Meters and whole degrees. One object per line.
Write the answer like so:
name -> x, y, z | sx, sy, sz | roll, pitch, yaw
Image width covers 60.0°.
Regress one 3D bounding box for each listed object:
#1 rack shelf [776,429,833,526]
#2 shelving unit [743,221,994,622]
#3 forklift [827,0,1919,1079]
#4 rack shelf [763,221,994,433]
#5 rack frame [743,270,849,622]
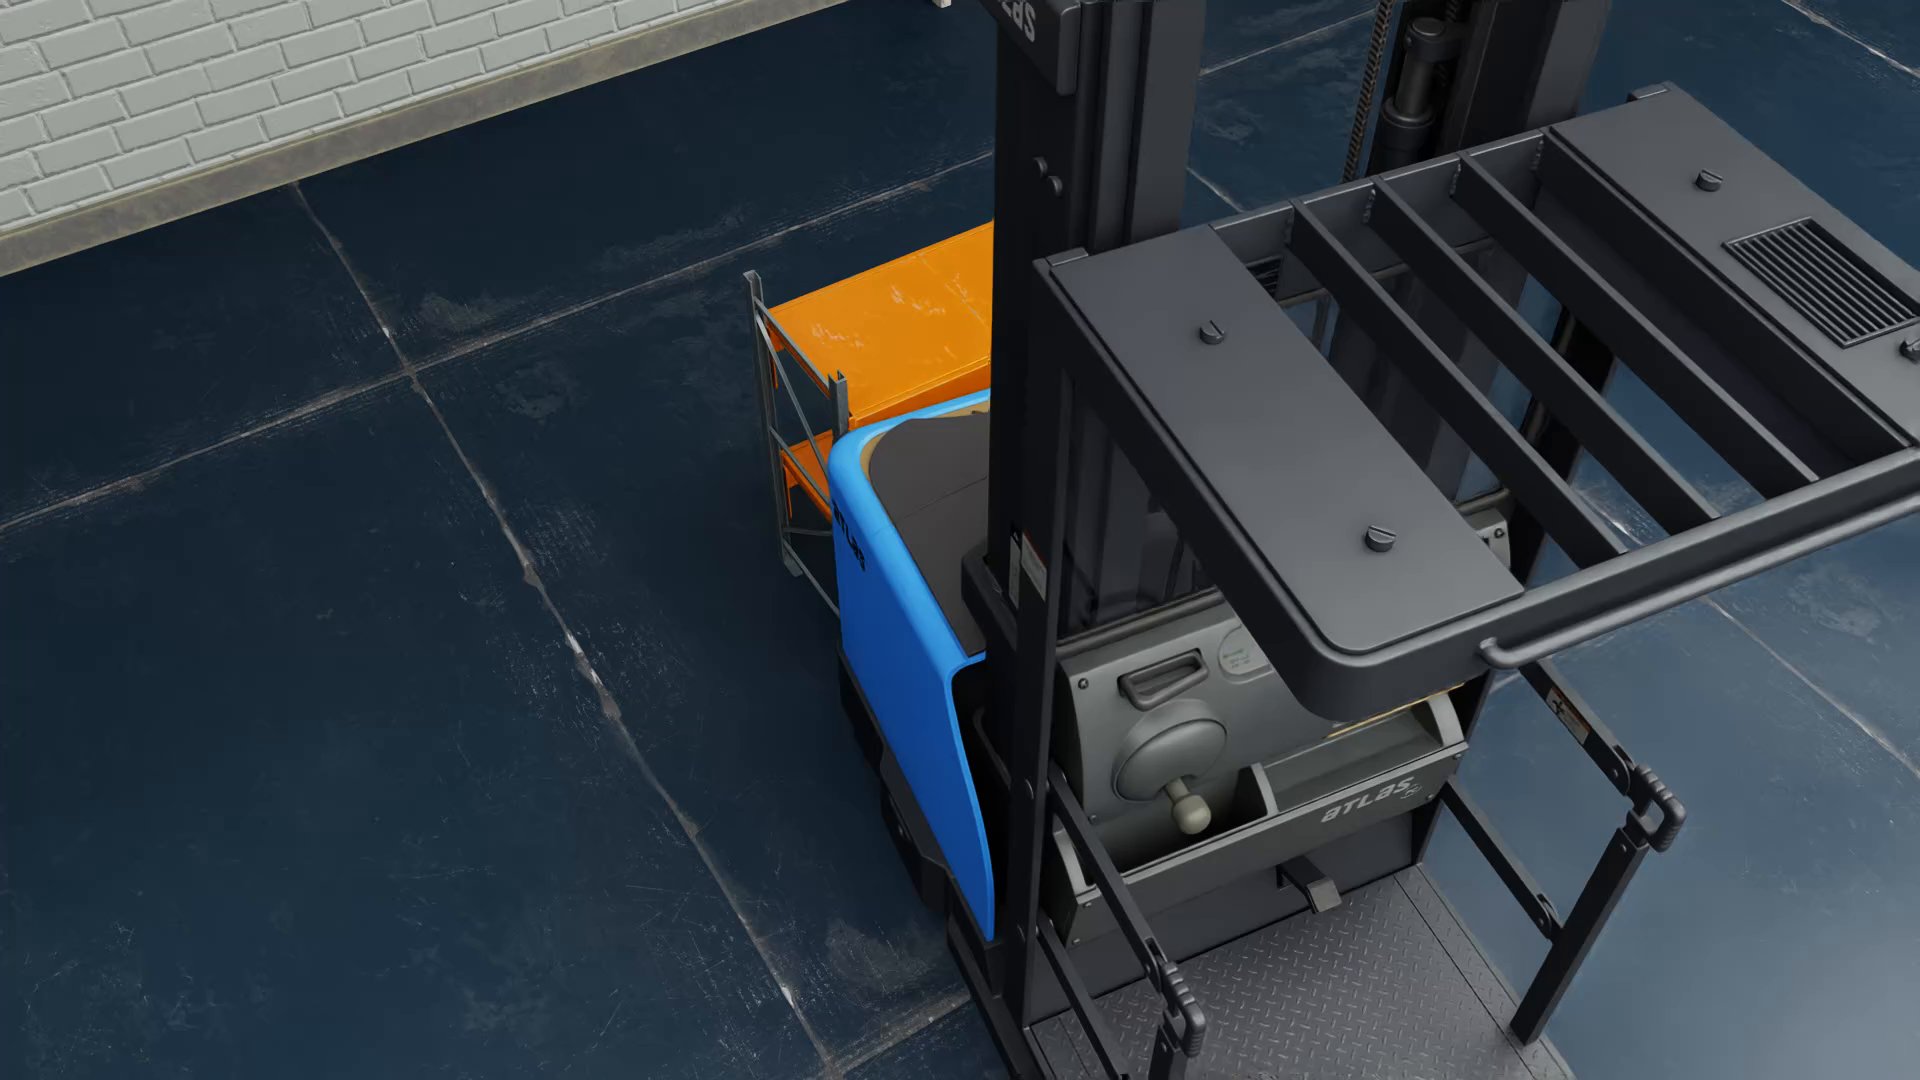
rack shelf -> 0.006, -0.214, 5.015 | 1.000, 0.278, 0.538 | -25, 53, -21
shelving unit -> 0.006, -0.377, 4.832 | 1.048, 1.125, 0.538 | -25, 53, -21
forklift -> 0.717, 0.351, 2.975 | 1.130, 2.935, 3.031 | -18, 51, -16
rack shelf -> 0.006, -0.571, 4.614 | 1.000, 0.278, 0.538 | -25, 53, -21
rack frame -> -0.424, -0.174, 4.652 | 0.032, 1.125, 0.500 | -25, 53, -21
